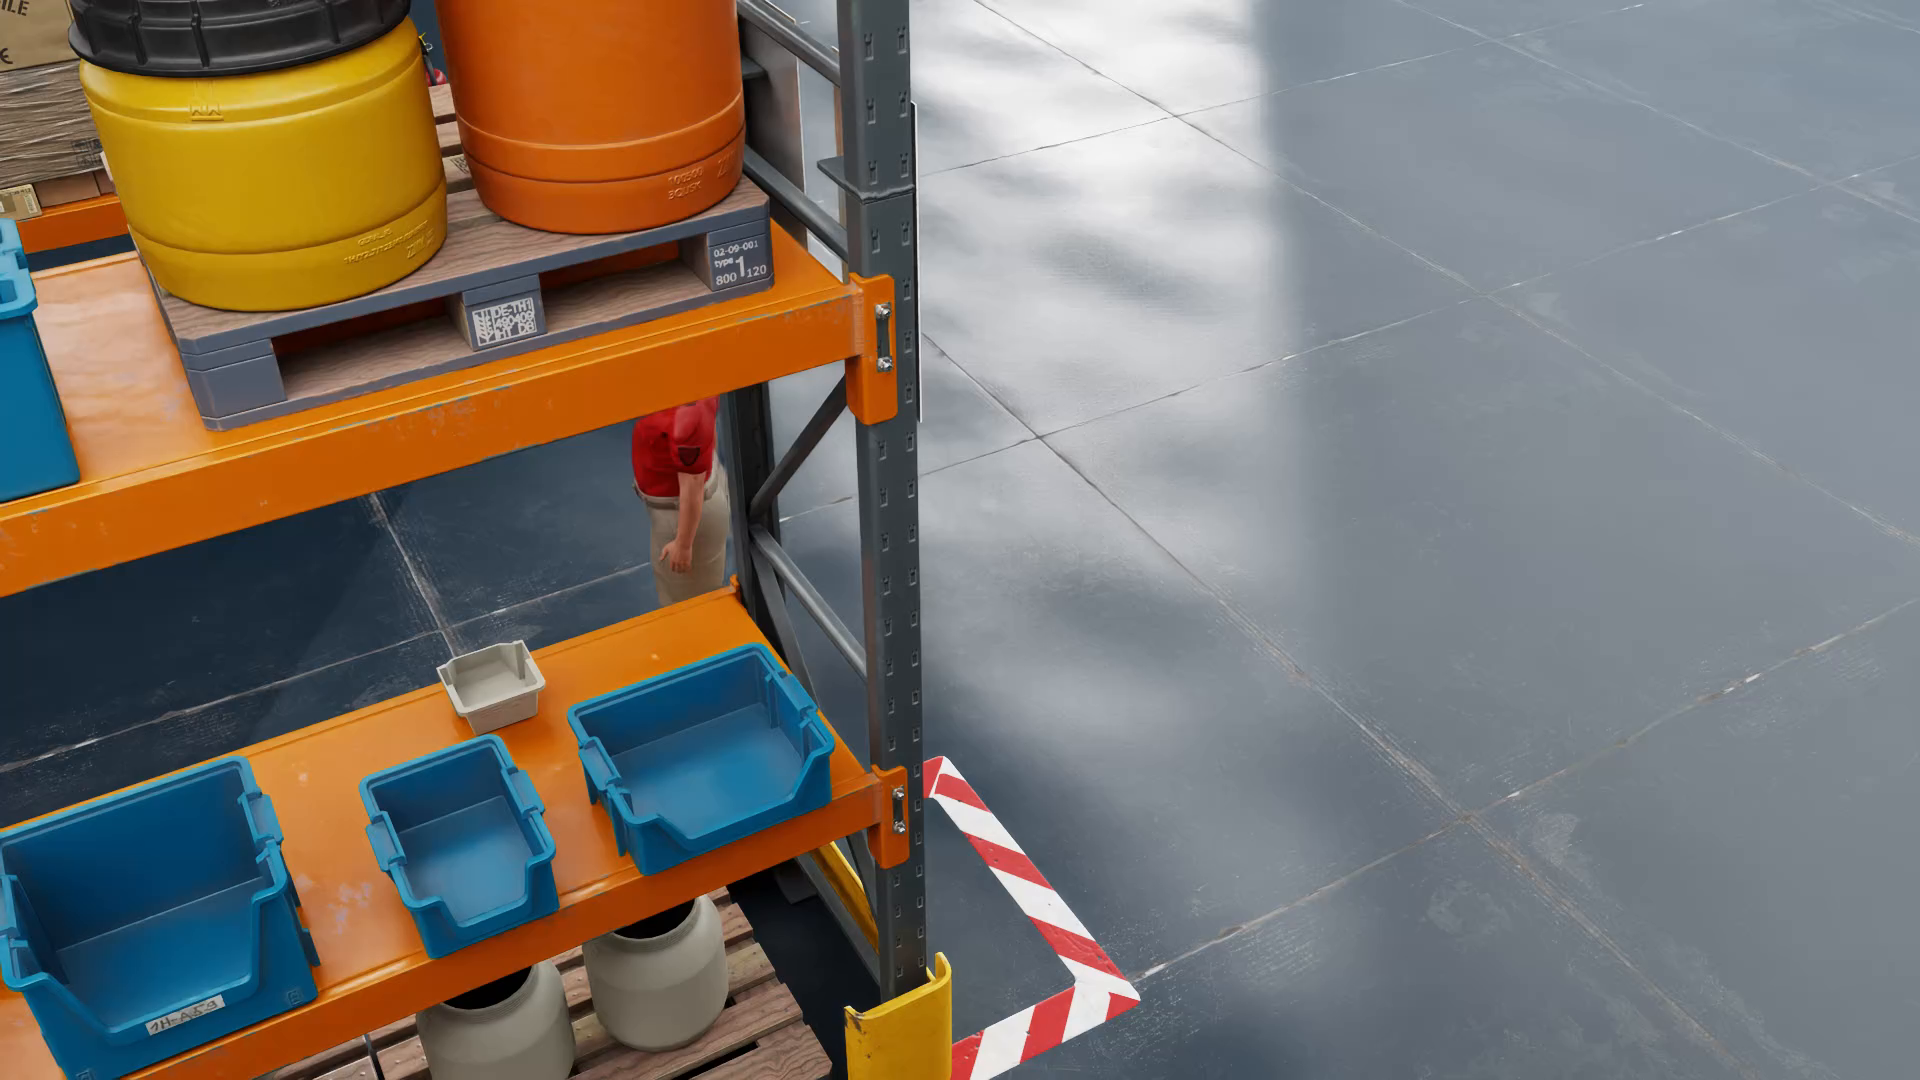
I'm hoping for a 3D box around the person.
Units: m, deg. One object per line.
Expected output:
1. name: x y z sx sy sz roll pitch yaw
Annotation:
1. person: -1.078 -0.121 6.324 0.652 1.727 0.545 -3 37 -5
